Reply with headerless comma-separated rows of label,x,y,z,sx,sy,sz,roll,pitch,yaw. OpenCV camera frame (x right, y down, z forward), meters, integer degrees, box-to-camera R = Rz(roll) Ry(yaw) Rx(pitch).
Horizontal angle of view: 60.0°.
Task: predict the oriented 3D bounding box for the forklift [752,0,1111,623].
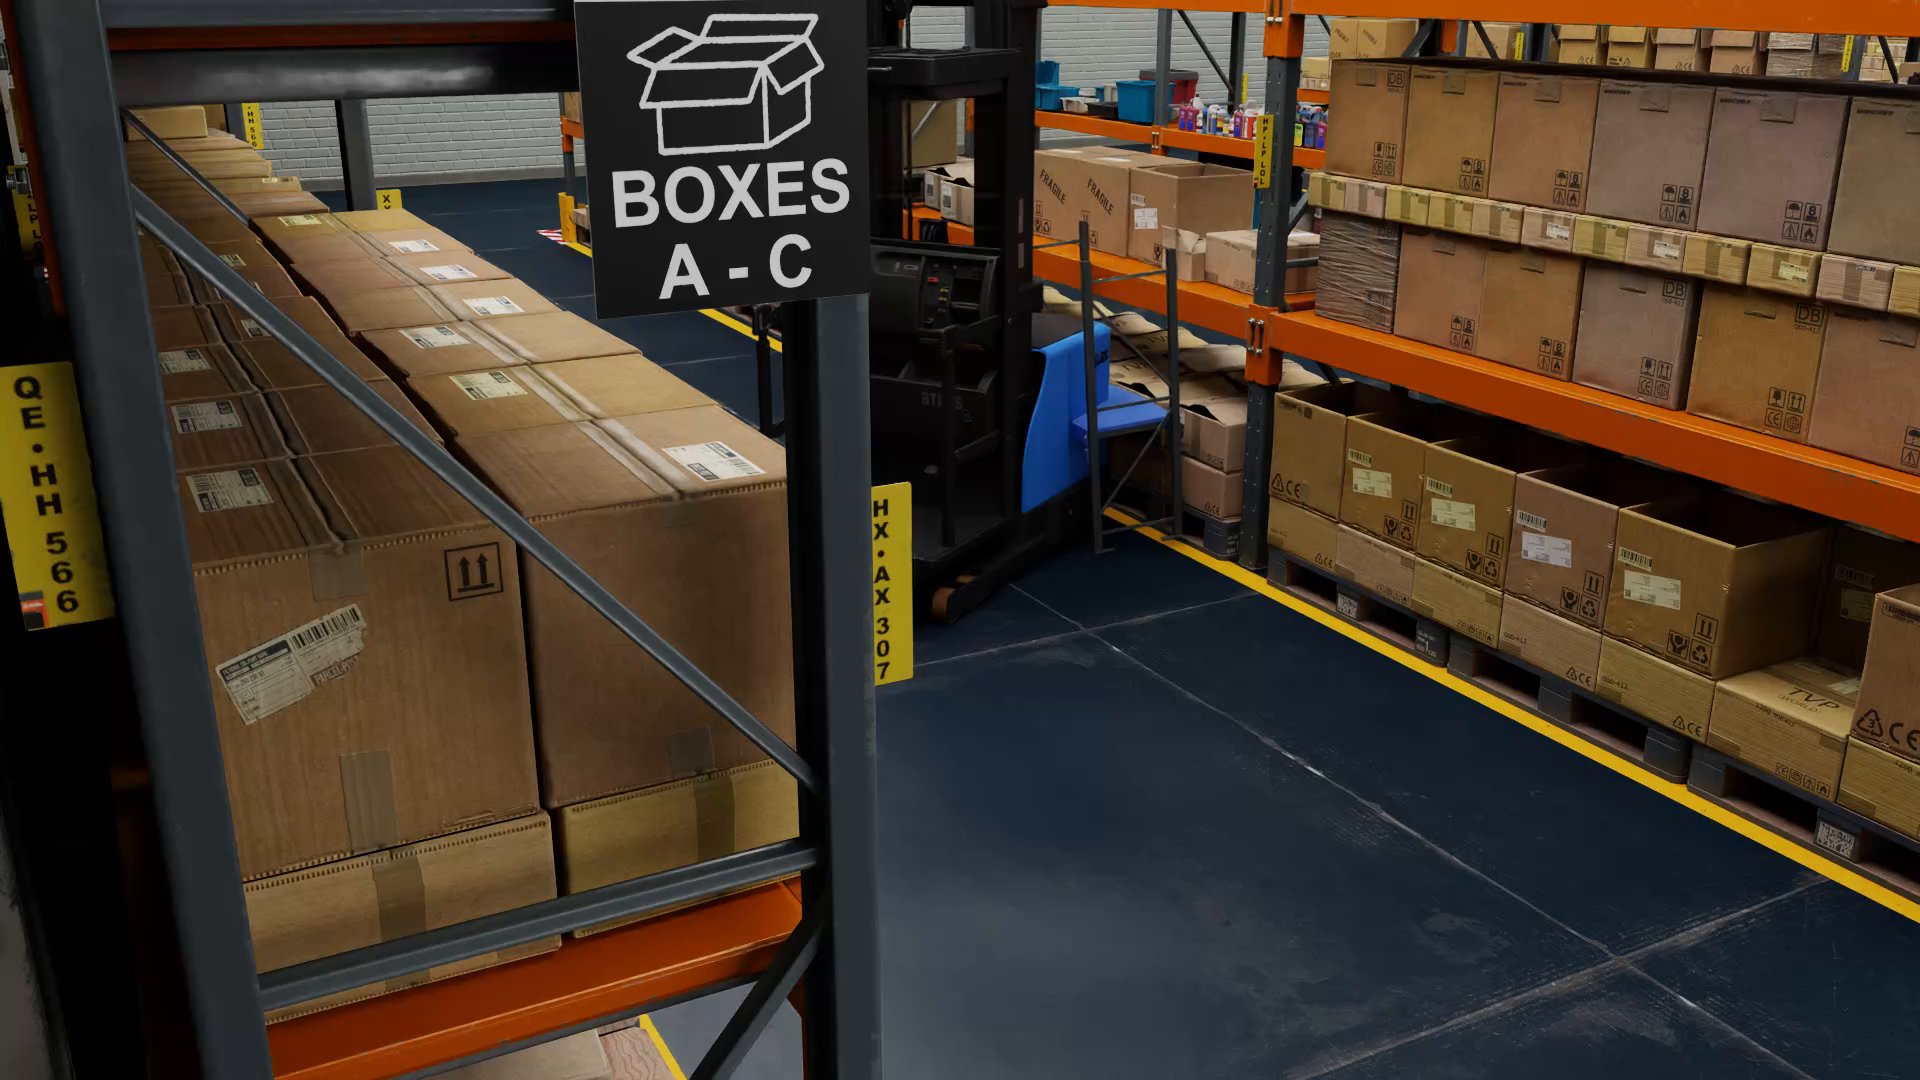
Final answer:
forklift,-0.355,-1.174,7.618,1.130,2.935,3.031,10,22,28

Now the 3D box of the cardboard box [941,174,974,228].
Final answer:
cardboard box,0.216,-2.170,10.536,0.500,0.311,0.500,-10,22,-27

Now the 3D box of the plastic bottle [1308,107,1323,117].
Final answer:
plastic bottle,3.372,-4.004,15.903,0.152,0.276,0.135,-10,21,-27

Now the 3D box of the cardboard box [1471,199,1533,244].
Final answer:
cardboard box,2.304,-1.305,6.743,0.380,0.149,0.250,-11,22,-28

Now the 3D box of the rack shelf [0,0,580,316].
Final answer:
rack shelf,-1.547,-1.086,3.762,1.077,0.370,4.000,-10,21,-27

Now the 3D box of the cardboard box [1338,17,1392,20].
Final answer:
cardboard box,5.345,-6.654,22.018,0.500,0.500,0.500,-10,21,-26

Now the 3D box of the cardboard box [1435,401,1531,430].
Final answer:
cardboard box,2.501,-0.360,7.574,0.500,0.500,0.500,-10,21,-27

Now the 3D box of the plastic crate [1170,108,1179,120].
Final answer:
plastic crate,2.328,-4.473,17.385,0.396,0.136,0.243,-10,21,-27

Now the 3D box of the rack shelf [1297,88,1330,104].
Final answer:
rack shelf,5.833,-5.415,20.905,1.077,0.370,4.000,-10,21,-27

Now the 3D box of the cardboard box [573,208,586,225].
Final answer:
cardboard box,-3.941,-3.483,17.899,0.380,0.149,0.250,-10,21,-27

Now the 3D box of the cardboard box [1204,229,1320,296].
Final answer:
cardboard box,1.589,-1.415,8.439,0.500,0.250,0.500,-9,21,-23

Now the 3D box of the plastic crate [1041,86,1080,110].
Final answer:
plastic crate,1.119,-4.925,18.548,0.416,0.233,0.300,-10,21,-27

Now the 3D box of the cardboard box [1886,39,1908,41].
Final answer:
cardboard box,14.322,-7.298,25.107,0.500,0.500,0.500,-9,21,-25

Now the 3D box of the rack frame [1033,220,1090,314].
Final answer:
rack frame,0.506,-0.985,9.198,0.500,1.500,0.032,-11,22,-18

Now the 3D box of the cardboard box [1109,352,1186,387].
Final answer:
cardboard box,0.929,-0.879,9.368,0.500,0.311,0.500,-10,21,-27

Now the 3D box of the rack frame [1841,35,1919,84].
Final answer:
rack frame,8.682,-4.033,15.796,1.000,3.000,0.127,-10,21,-27

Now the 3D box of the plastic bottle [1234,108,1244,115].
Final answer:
plastic bottle,2.794,-4.232,16.679,0.097,0.201,0.097,0,19,0

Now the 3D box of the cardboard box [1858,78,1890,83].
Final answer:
cardboard box,8.690,-4.262,16.306,0.500,0.500,0.500,-9,21,-25

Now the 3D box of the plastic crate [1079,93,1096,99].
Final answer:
plastic crate,1.506,-5.016,18.958,0.298,0.136,0.250,-10,21,-27

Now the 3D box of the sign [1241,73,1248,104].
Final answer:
sign,2.908,-4.629,17.101,0.100,0.325,0.005,-10,21,-27

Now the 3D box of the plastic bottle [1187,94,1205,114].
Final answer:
plastic bottle,2.324,-4.228,16.437,0.144,0.351,0.185,-10,21,-27

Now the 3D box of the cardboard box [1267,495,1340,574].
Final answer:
cardboard box,1.815,-0.070,7.883,0.500,0.250,0.500,-10,21,-27

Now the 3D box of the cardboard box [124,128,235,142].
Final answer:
cardboard box,-4.164,-1.853,8.651,0.700,0.500,0.500,-13,23,-33

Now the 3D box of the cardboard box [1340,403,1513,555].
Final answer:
cardboard box,2.050,-0.280,7.344,0.500,0.500,0.500,-10,21,-27

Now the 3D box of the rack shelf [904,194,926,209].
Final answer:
rack shelf,-0.988,-2.733,13.134,1.077,0.370,4.000,-10,21,-27

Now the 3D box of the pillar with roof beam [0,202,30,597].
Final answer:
pillar with roof beam,-0.751,-4.726,8.610,9.100,9.000,0.400,-10,21,-27

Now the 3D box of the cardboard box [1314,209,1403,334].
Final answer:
cardboard box,2.077,-1.272,7.642,0.700,0.500,0.500,-11,22,-28

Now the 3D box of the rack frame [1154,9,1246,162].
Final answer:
rack frame,2.423,-4.414,16.901,1.000,3.000,0.127,-10,21,-27

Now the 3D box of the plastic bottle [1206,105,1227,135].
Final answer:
plastic bottle,2.482,-4.058,16.060,0.152,0.276,0.135,-10,21,-27

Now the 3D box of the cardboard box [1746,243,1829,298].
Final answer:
cardboard box,2.922,-0.933,5.666,0.380,0.149,0.250,-9,21,-25

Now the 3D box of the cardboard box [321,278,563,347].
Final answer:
cardboard box,-1.281,-0.350,4.174,0.500,0.500,0.500,-9,21,-25

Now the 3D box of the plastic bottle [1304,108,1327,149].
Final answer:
plastic bottle,3.174,-3.672,14.828,0.144,0.351,0.185,-10,21,-27

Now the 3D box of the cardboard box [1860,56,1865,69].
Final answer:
cardboard box,11.102,-5.882,20.441,0.380,0.149,0.250,-10,22,-28

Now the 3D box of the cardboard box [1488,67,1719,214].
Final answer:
cardboard box,2.556,-1.596,6.594,0.700,0.500,0.500,-10,21,-27

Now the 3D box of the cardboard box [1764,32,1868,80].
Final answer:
cardboard box,8.349,-4.766,16.232,0.797,0.503,0.637,-9,21,-25

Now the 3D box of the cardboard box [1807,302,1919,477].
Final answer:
cardboard box,3.297,-0.536,5.510,0.700,0.500,0.500,-9,21,-25

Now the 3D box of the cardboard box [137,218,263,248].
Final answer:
cardboard box,-2.457,-0.708,5.212,0.500,0.500,0.500,-11,22,-28

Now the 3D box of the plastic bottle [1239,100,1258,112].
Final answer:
plastic bottle,2.895,-4.292,16.738,0.152,0.276,0.135,-10,21,-27

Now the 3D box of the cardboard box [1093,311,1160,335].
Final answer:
cardboard box,0.917,-1.257,10.465,0.500,0.311,0.500,-10,21,-27

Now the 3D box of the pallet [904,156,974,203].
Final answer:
pallet,-0.422,-2.592,11.916,1.213,0.211,1.003,-10,21,-27

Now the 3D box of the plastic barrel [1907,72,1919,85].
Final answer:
plastic barrel,6.305,-2.512,10.621,0.600,0.901,0.708,-10,21,-27

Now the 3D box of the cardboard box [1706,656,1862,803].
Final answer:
cardboard box,2.998,0.649,5.801,0.500,0.250,0.500,-10,21,-27

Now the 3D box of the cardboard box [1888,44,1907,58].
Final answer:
cardboard box,11.351,-5.872,19.955,0.380,0.149,0.250,-10,22,-27

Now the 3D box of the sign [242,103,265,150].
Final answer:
sign,-3.923,-2.328,9.201,0.100,0.325,0.005,-10,21,-27

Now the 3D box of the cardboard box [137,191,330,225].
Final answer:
cardboard box,-2.708,-0.989,6.149,0.700,0.500,0.500,-10,21,-26

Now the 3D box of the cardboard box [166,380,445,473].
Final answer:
cardboard box,-1.238,0.024,3.089,0.500,0.500,0.500,-10,21,-26

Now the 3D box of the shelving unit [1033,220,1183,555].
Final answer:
shelving unit,0.686,-0.830,8.749,0.538,1.500,1.048,-11,22,-18

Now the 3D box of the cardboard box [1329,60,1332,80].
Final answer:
cardboard box,5.126,-6.071,21.478,0.500,0.250,0.500,-10,22,-27

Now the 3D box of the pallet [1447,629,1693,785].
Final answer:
pallet,2.785,0.553,6.783,1.003,0.211,1.213,-10,21,-27
